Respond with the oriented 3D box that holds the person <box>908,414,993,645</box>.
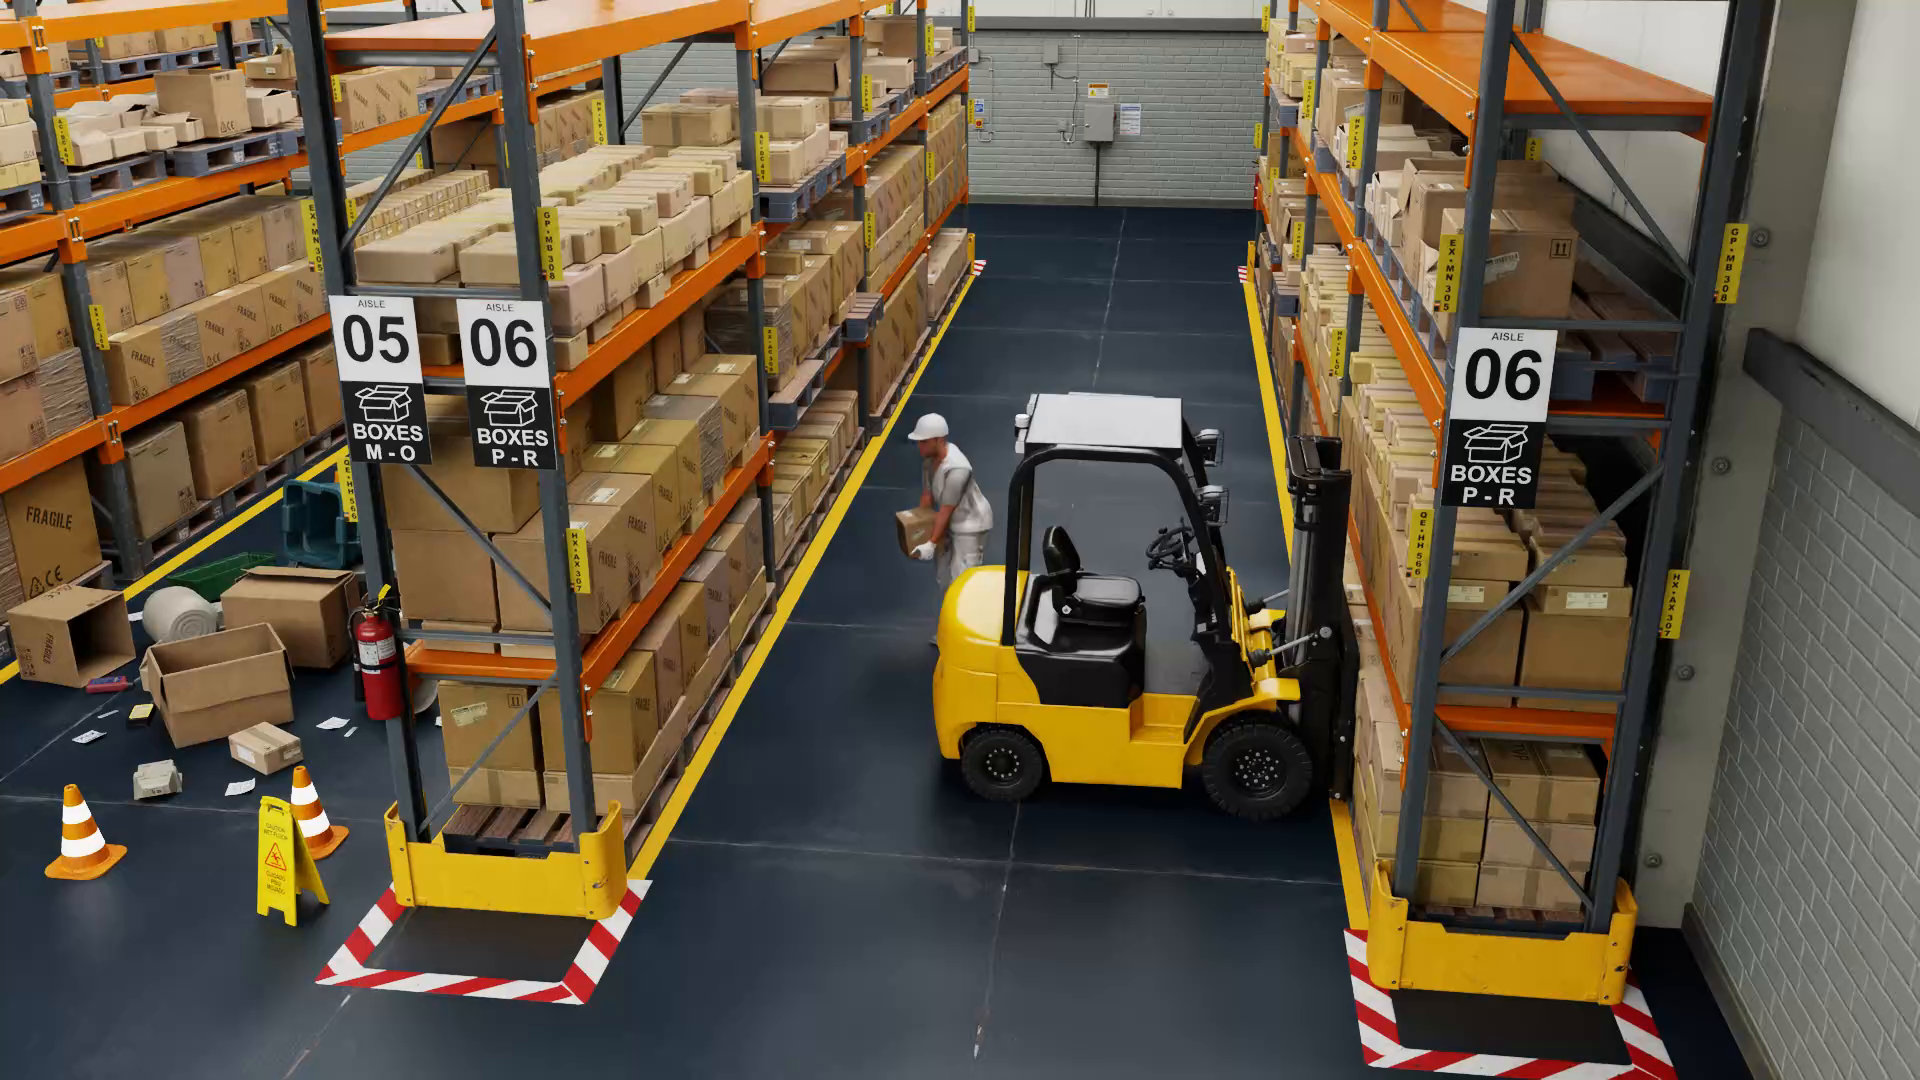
[{"bbox_3d":[-0.088,-0.034,11.223,0.615,1.726,0.496,-9,23,-22],"label":"person"}]
